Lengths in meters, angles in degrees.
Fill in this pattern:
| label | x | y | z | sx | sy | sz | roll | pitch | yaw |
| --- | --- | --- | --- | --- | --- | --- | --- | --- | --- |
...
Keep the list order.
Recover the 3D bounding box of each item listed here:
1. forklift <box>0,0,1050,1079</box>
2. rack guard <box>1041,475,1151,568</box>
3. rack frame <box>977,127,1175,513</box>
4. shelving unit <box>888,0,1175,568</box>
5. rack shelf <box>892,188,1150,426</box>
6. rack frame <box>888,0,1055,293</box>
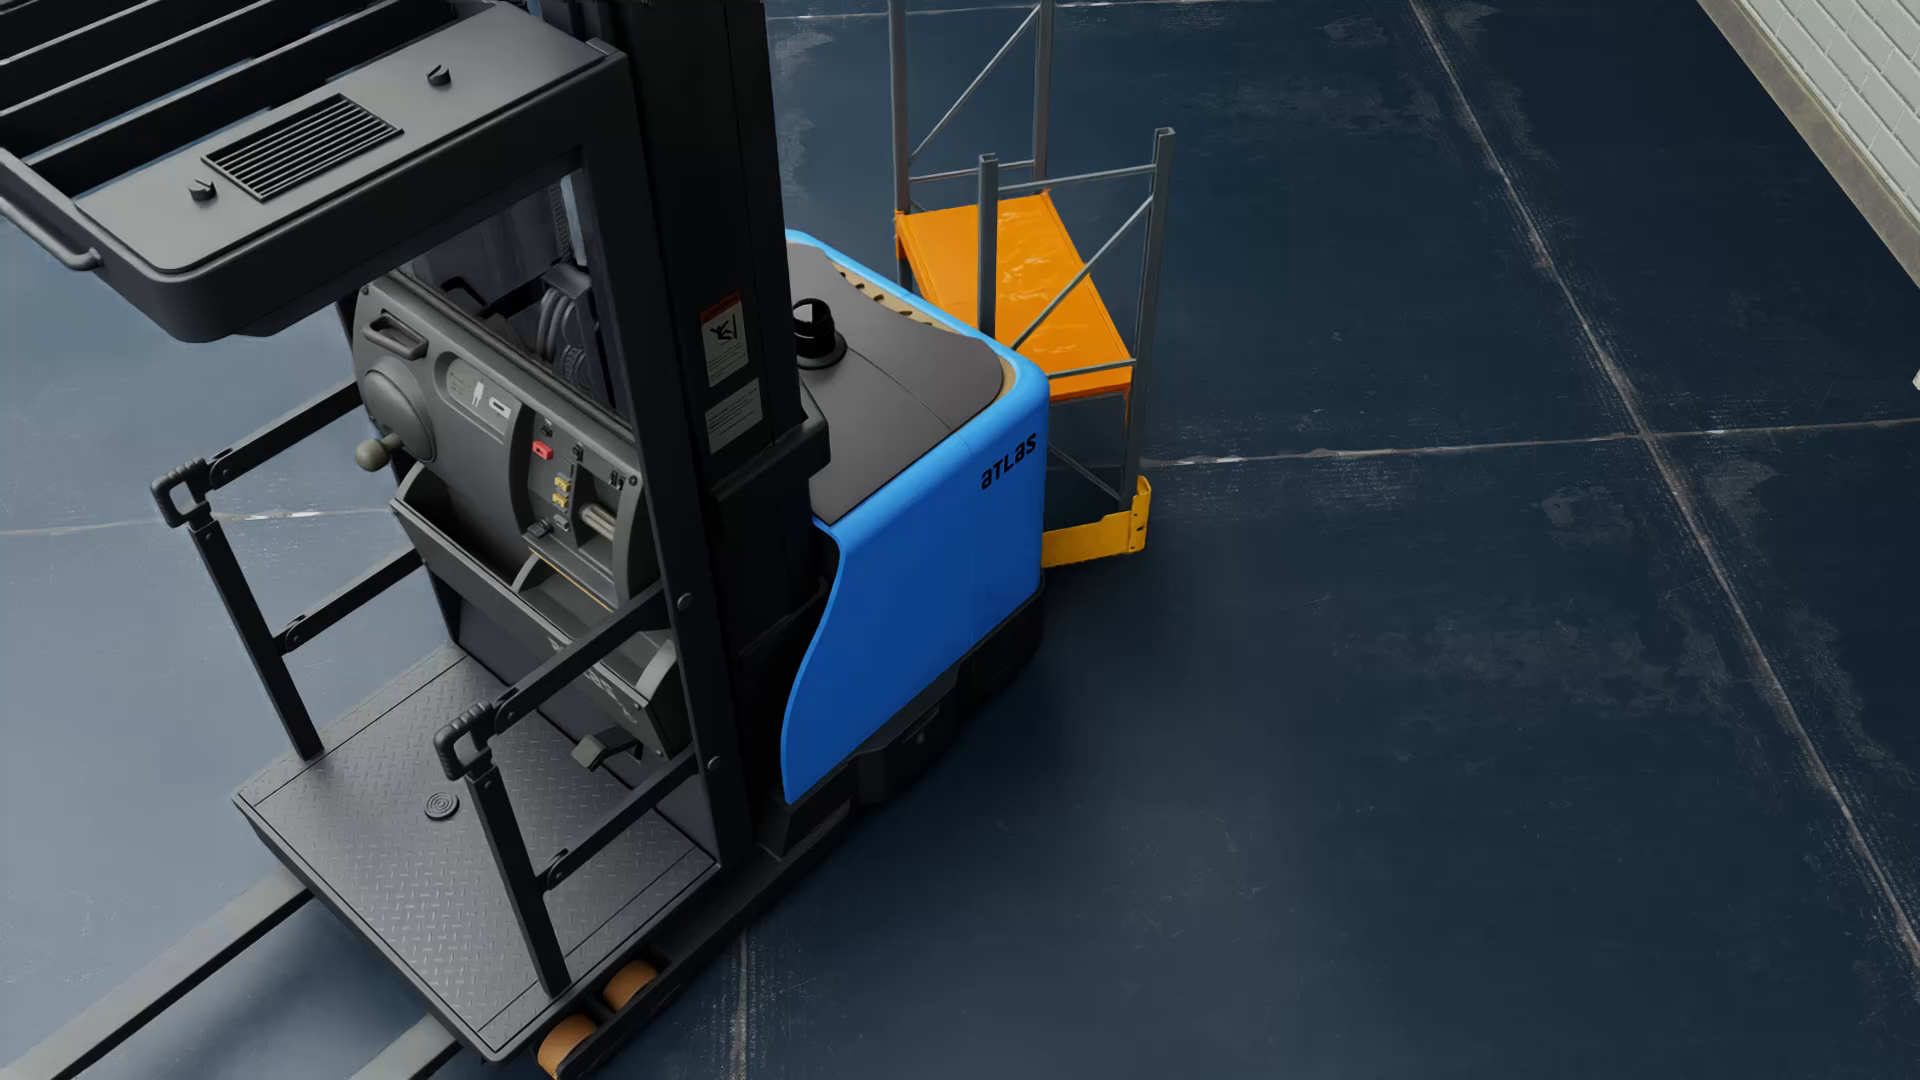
| label | x | y | z | sx | sy | sz | roll | pitch | yaw |
| --- | --- | --- | --- | --- | --- | --- | --- | --- | --- |
| forklift | -1.112 | -0.125 | 3.350 | 1.130 | 2.935 | 3.031 | 33 | 55 | 27 |
| rack guard | 0.291 | -0.033 | 5.109 | 0.587 | 0.250 | 0.087 | -11 | 47 | -10 |
| rack frame | 0.291 | -0.462 | 4.655 | 0.500 | 1.500 | 0.032 | -11 | 47 | -10 |
| shelving unit | 0.166 | -0.813 | 4.987 | 0.587 | 1.500 | 1.083 | -11 | 47 | -10 |
| rack shelf | 0.164 | -0.696 | 5.124 | 0.538 | 0.185 | 1.000 | -11 | 47 | -10 |
| rack frame | 0.036 | -1.177 | 5.331 | 0.500 | 1.500 | 0.032 | -11 | 47 | -10 |
